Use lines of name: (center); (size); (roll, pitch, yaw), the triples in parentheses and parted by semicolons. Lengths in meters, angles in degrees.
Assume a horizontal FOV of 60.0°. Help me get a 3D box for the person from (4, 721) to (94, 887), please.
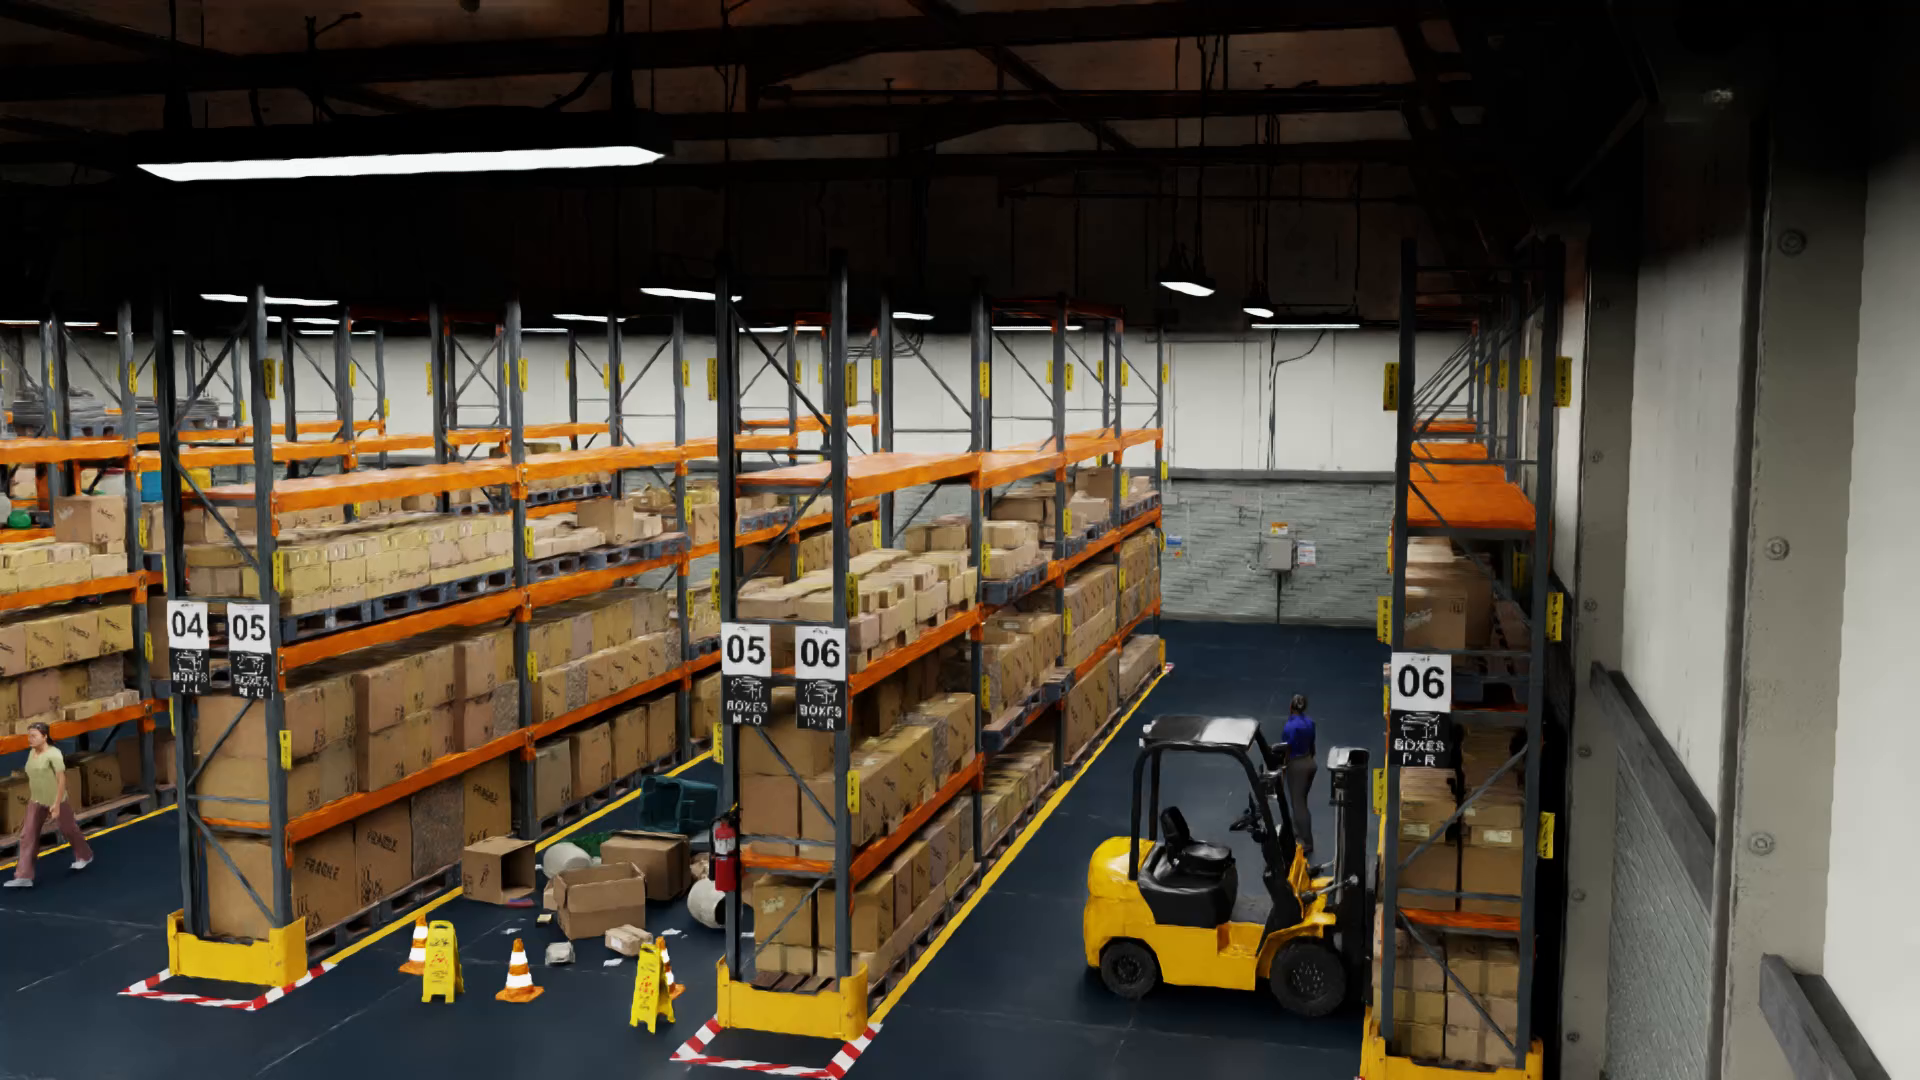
person: (-9.106, 2.605, 16.619); (0.458, 1.612, 1.019); (2, 6, 14)

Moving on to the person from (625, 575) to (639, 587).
person: (-5.539, 1.369, 28.354); (0.592, 1.625, 0.523); (1, 6, 13)

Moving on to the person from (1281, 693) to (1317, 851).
person: (3.595, 2.453, 17.786); (0.555, 1.650, 0.588); (5, 8, 40)
